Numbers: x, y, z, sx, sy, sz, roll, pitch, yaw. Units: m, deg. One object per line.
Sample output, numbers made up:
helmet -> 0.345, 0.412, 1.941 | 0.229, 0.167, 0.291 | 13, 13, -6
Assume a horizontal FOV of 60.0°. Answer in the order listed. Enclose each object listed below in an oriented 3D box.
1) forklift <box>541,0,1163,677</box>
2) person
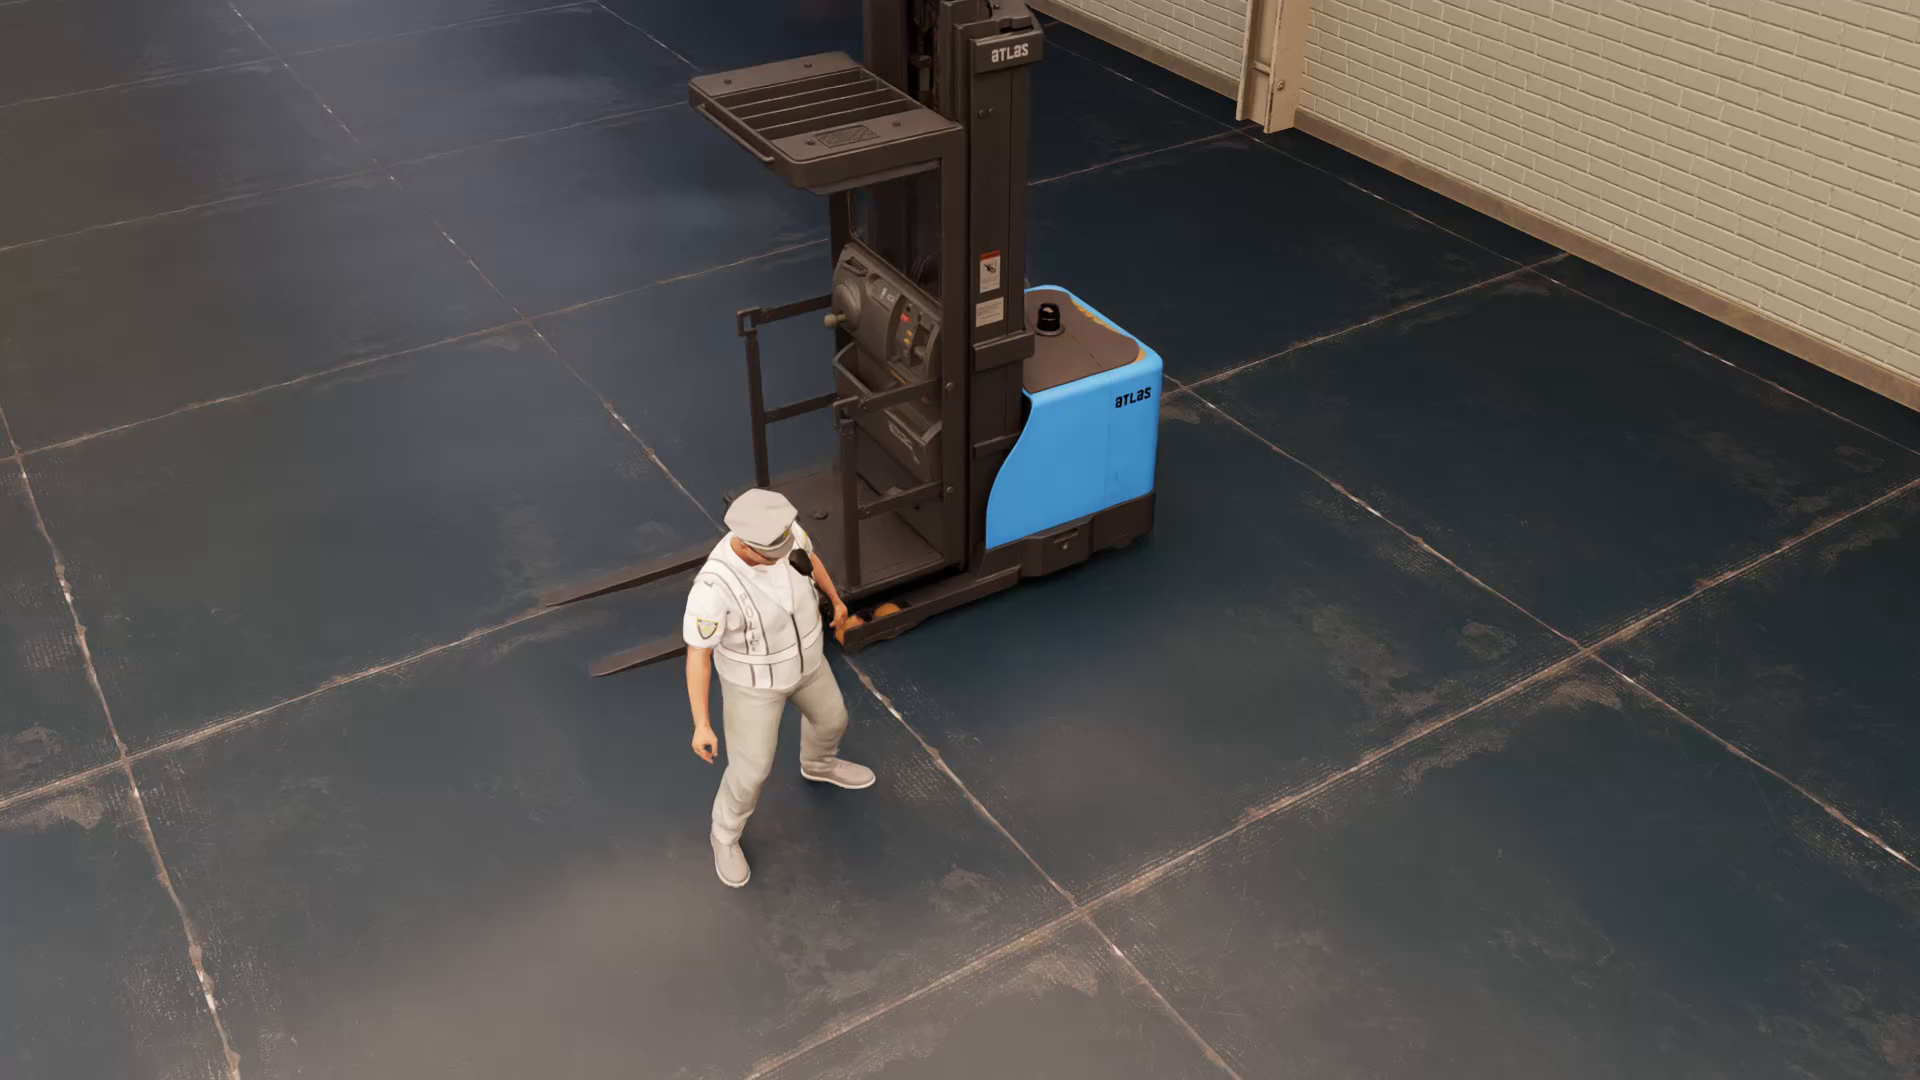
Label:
forklift -> -0.522, -1.016, 7.593 | 3.031, 2.935, 1.130 | -19, 39, -25
person -> -0.738, 0.507, 6.508 | 0.440, 1.710, 0.925 | 27, 43, 33
